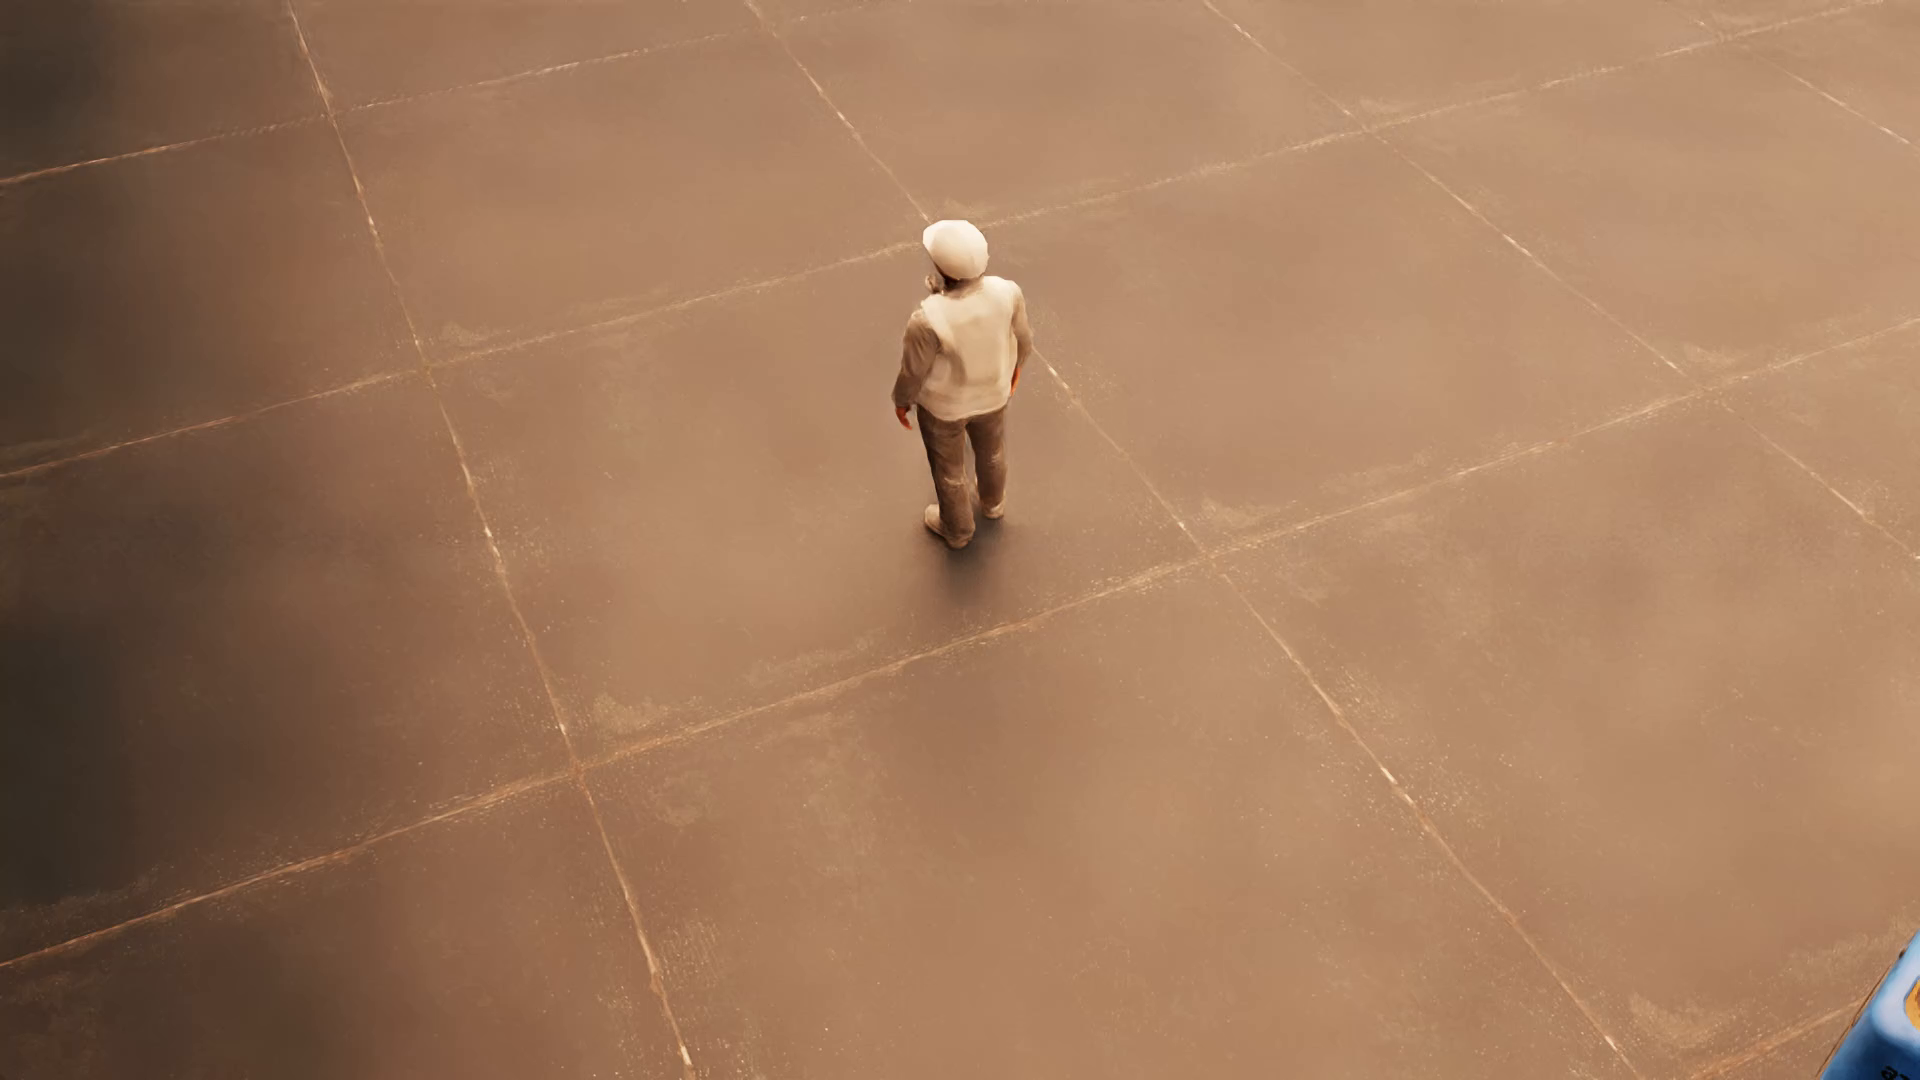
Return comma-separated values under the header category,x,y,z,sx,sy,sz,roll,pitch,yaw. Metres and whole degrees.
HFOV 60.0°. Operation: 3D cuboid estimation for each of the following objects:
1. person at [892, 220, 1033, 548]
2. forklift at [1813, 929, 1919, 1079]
category,x,y,z,sx,sy,sz,roll,pitch,yaw
person,-0.019,-0.695,7.262,0.632,1.773,0.567,-18,46,-18
forklift,4.029,1.559,4.010,3.031,2.935,1.130,34,53,31
